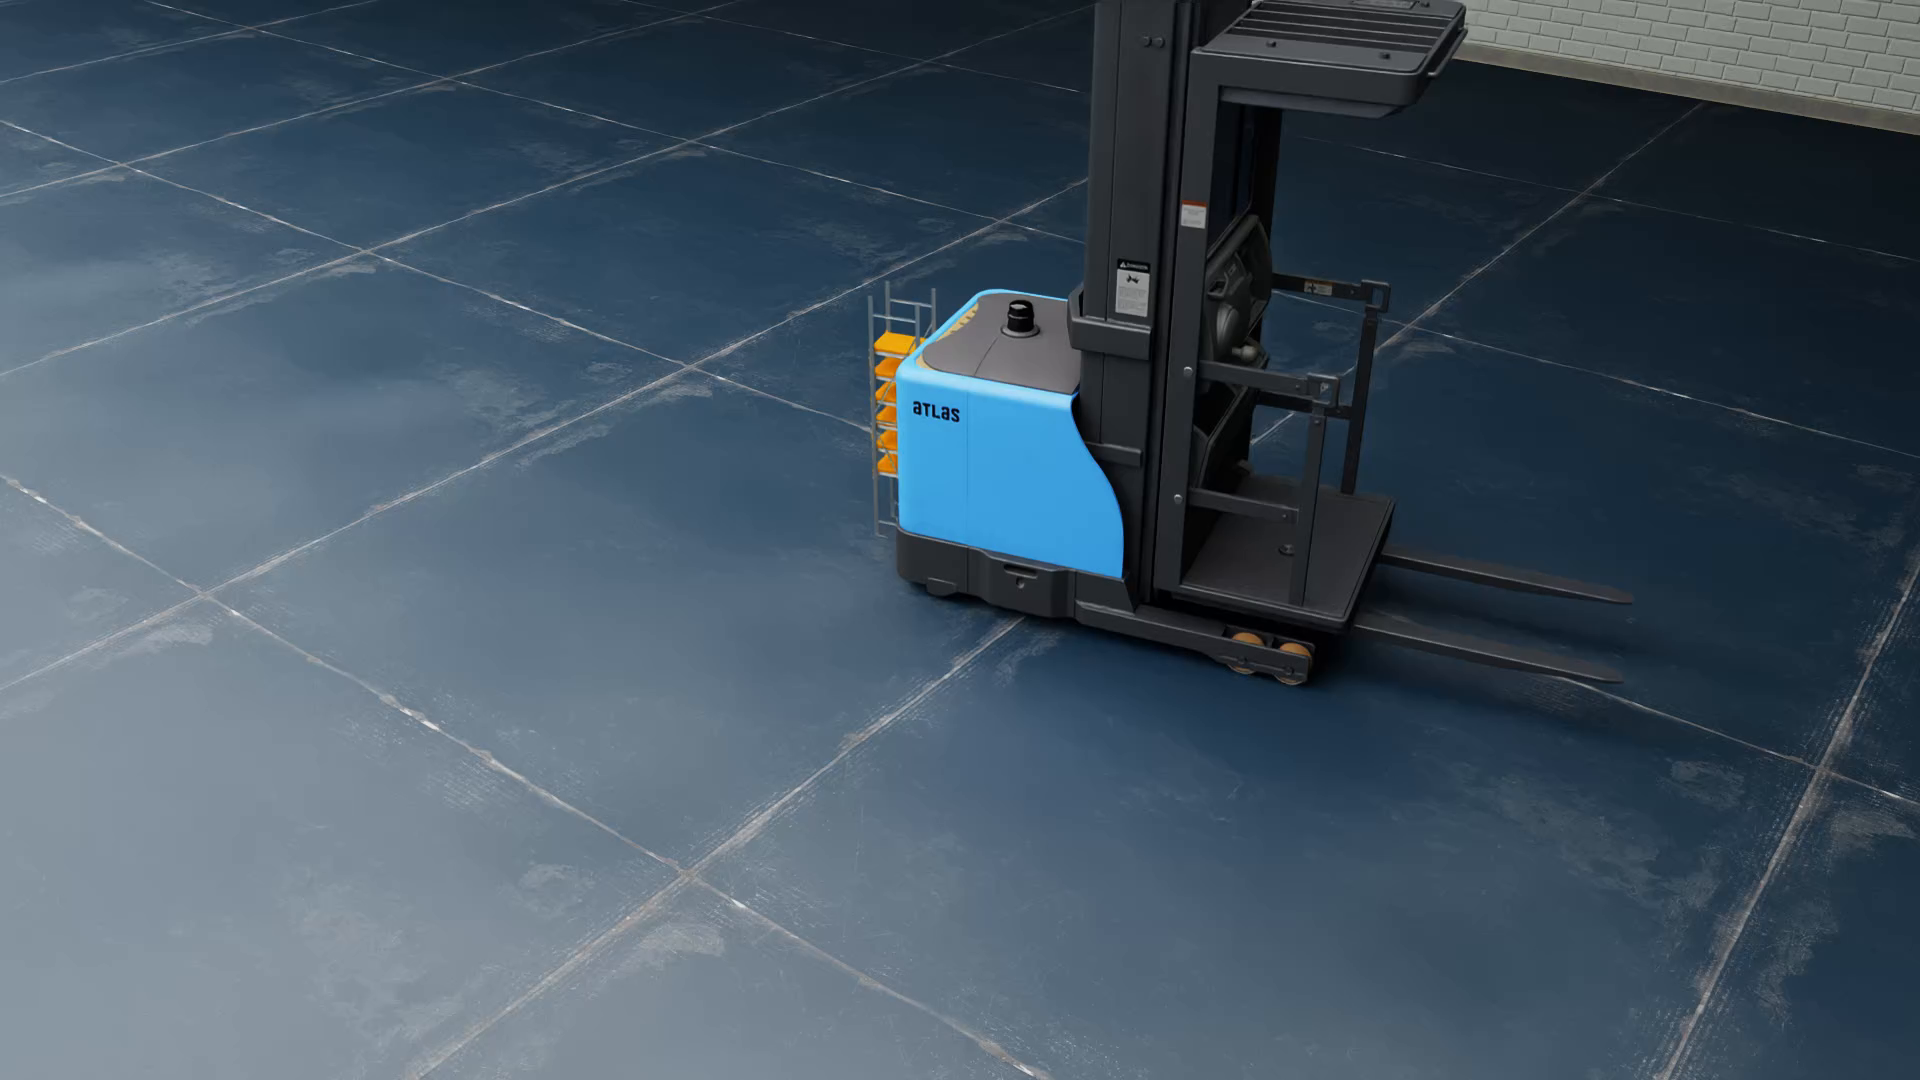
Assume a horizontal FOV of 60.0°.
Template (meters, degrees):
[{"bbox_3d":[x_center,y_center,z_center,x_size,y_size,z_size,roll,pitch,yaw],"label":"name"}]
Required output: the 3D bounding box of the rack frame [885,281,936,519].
[{"bbox_3d":[-0.216,-0.601,7.586,0.240,1.200,0.006,11,33,19],"label":"rack frame"}]

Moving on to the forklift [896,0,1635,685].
[{"bbox_3d":[1.285,-0.981,6.531,3.031,2.935,1.130,12,33,20],"label":"forklift"}]

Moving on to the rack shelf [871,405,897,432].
[{"bbox_3d":[-0.250,-0.519,7.536,0.258,0.103,0.180,11,33,19],"label":"rack shelf"}]

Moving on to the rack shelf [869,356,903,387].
[{"bbox_3d":[-0.250,-0.725,7.414,0.258,0.103,0.180,11,33,19],"label":"rack shelf"}]

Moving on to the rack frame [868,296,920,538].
[{"bbox_3d":[-0.284,-0.514,7.440,0.240,1.200,0.006,11,33,19],"label":"rack frame"}]

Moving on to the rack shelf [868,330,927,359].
[{"bbox_3d":[-0.250,-0.829,7.352,0.258,0.103,0.180,11,33,19],"label":"rack shelf"}]

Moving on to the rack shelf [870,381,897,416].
[{"bbox_3d":[-0.250,-0.622,7.475,0.258,0.103,0.180,11,33,19],"label":"rack shelf"}]

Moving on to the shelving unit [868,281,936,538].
[{"bbox_3d":[-0.250,-0.557,7.513,0.258,1.200,0.189,11,33,19],"label":"shelving unit"}]

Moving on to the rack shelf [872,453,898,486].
[{"bbox_3d":[-0.250,-0.313,7.658,0.258,0.103,0.180,11,33,19],"label":"rack shelf"}]

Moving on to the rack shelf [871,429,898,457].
[{"bbox_3d":[-0.250,-0.416,7.597,0.258,0.103,0.180,11,33,19],"label":"rack shelf"}]
